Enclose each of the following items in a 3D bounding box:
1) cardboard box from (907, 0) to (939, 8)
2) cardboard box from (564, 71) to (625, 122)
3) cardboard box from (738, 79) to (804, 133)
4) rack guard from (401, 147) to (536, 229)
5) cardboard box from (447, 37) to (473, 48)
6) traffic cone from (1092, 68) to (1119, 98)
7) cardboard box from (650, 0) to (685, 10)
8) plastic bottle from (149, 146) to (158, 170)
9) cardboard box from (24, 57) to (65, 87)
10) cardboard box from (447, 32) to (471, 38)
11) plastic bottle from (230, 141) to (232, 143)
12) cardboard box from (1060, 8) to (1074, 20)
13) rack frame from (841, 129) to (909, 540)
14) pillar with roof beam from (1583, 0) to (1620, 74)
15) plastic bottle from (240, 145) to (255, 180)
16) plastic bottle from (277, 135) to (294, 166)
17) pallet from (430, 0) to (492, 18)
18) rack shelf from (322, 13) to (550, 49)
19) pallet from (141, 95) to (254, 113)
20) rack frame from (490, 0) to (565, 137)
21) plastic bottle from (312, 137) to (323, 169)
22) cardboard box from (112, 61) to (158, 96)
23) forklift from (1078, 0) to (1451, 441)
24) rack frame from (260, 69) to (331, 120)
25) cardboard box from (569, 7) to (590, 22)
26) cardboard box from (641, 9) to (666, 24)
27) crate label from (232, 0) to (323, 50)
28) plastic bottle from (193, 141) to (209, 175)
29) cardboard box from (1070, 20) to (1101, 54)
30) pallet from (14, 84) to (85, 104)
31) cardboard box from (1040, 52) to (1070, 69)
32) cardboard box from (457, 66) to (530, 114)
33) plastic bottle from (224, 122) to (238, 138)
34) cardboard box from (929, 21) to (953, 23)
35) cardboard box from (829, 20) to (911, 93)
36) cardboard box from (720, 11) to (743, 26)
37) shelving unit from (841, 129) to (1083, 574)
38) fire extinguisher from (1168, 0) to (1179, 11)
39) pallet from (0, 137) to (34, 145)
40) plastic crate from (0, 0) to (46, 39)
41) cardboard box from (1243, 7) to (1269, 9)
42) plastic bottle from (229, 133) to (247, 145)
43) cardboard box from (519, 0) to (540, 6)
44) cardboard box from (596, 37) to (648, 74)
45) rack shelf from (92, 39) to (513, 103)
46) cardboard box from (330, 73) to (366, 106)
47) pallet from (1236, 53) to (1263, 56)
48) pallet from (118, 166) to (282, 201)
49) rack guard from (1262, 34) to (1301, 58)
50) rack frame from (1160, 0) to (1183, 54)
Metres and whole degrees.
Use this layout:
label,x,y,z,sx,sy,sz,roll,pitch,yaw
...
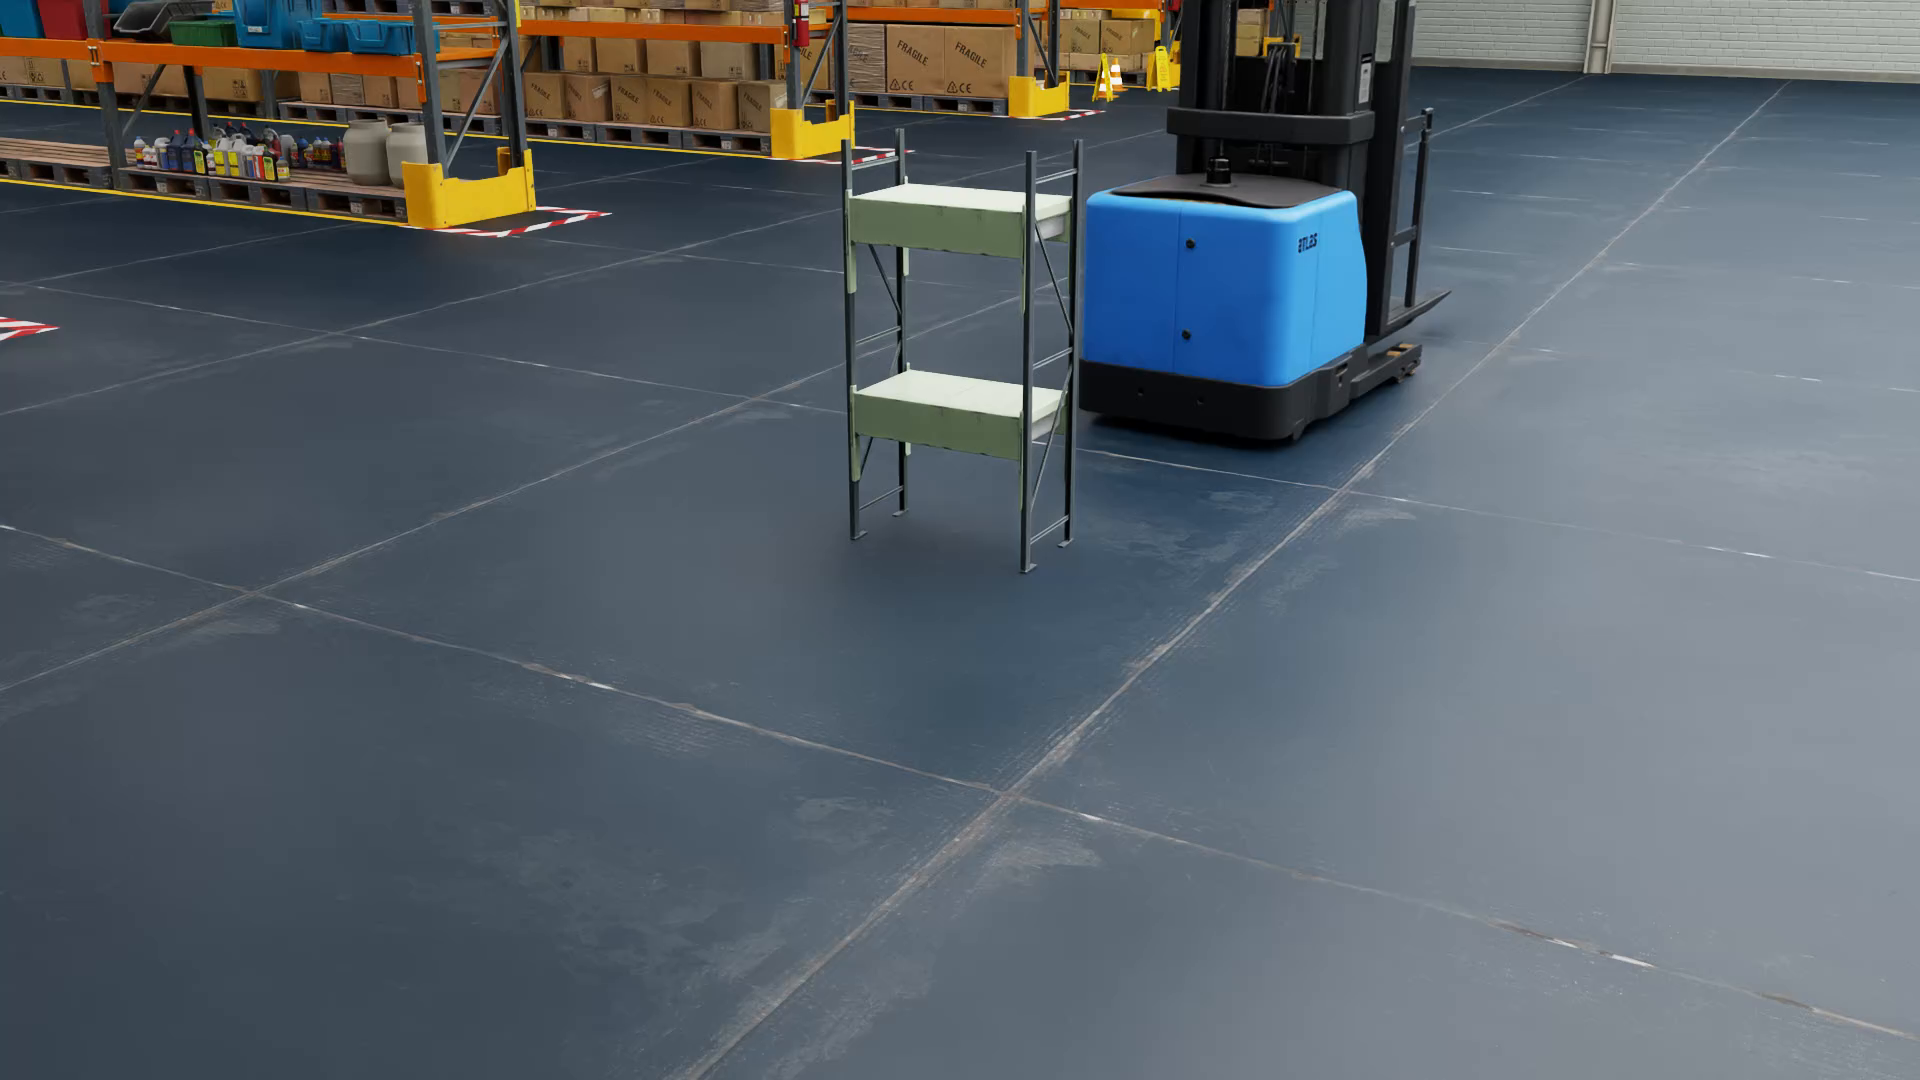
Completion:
label,x,y,z,sx,sy,sz,roll,pitch,yaw
cardboard box,-0.250,-7.335,21.967,0.550,0.550,0.875,11,23,27
cardboard box,-4.152,-5.057,18.957,0.500,0.500,0.500,-17,26,-39
cardboard box,-2.030,-4.672,17.896,0.500,0.500,0.500,16,25,37
rack guard,-3.998,-2.890,13.599,0.348,0.500,1.175,11,23,27
cardboard box,-7.593,-7.555,25.845,0.500,0.500,0.500,10,22,25
traffic cone,2.091,-6.599,23.878,0.334,0.463,0.336,11,23,27
cardboard box,-2.870,-5.971,17.843,0.500,0.500,0.875,11,23,27
plastic bottle,-7.159,-3.405,14.813,0.097,0.201,0.097,0,20,0
cardboard box,-12.506,-6.869,23.401,0.875,0.875,0.875,11,23,27
cardboard box,-7.577,-7.911,25.727,0.500,0.250,0.500,11,23,29
plastic bottle,-6.312,-3.346,14.540,0.135,0.276,0.152,11,23,27
cardboard box,1.713,-8.237,26.039,0.250,0.149,0.380,12,23,30
rack frame,-0.314,-0.765,6.274,0.023,1.500,0.400,11,23,27
pillar with roof beam,8.728,-10.894,23.201,0.400,9.000,9.100,11,23,27
plastic bottle,-6.054,-3.241,14.249,0.135,0.276,0.152,10,22,26
plastic bottle,-6.108,-3.523,15.027,0.135,0.276,0.152,11,23,28
pallet,-5.581,-6.286,19.577,1.213,0.211,1.003,11,23,27
rack shelf,-6.731,-6.200,20.114,4.000,0.370,1.077,11,23,27
pallet,-10.190,-5.917,22.368,1.213,0.211,1.003,11,23,27
rack frame,-4.985,-6.206,19.075,0.127,3.000,1.000,11,23,27
plastic bottle,-5.726,-3.458,14.856,0.097,0.271,0.097,0,20,0
cardboard box,-10.620,-6.486,22.347,0.875,0.875,1.225,10,22,25
forklift,1.781,-2.269,8.323,1.130,2.935,3.031,12,23,31
rack frame,-8.477,-6.871,20.909,0.127,3.000,1.000,11,23,27
cardboard box,-4.079,-5.791,18.300,0.250,0.149,0.380,11,23,27
cardboard box,-3.203,-5.627,17.846,0.250,0.149,0.380,11,23,27
crate label,-5.647,-4.308,13.792,0.616,0.435,0.502,11,23,27
plastic bottle,-6.610,-3.332,14.491,0.133,0.283,0.061,12,23,30
cardboard box,2.056,-7.890,26.033,0.500,0.500,0.500,12,23,29
pallet,-12.595,-6.375,23.631,1.213,0.211,1.003,11,23,27
cardboard box,1.595,-7.624,26.400,0.500,0.250,0.500,10,22,25
cardboard box,-5.511,-5.346,19.725,0.500,0.500,0.700,9,22,23
plastic bottle,-6.698,-3.672,15.328,0.185,0.351,0.144,10,22,26
cardboard box,-0.115,-10.167,32.860,0.625,0.625,0.875,12,23,29
cardboard box,-1.174,-6.590,22.634,0.875,0.875,0.875,11,23,28
cardboard box,-2.304,-5.477,17.432,0.250,0.149,0.380,11,23,27
shelving unit,0.006,-0.704,6.106,0.755,1.500,0.431,11,23,27
fire extinguisher,3.215,-8.298,24.957,0.183,0.674,0.296,11,23,27
pallet,-10.235,-3.945,16.932,1.213,0.211,1.003,11,23,27
plastic crate,-8.515,-4.815,15.263,0.575,0.384,0.392,11,23,27
cardboard box,5.430,-9.480,30.052,0.500,0.250,0.500,10,22,26
plastic bottle,-6.581,-3.556,15.120,0.135,0.276,0.152,11,23,27
cardboard box,-4.622,-6.300,18.750,0.500,0.500,0.875,11,23,27
cardboard box,-4.717,-7.198,24.494,0.750,0.750,1.050,11,23,28
rack shelf,-5.655,-4.061,14.216,4.000,0.370,1.077,11,23,27
cardboard box,-7.392,-5.709,20.725,0.500,0.500,0.700,9,22,23
pallet,5.069,-8.773,30.241,1.213,0.211,1.003,11,23,27
pallet,-6.835,-3.297,15.143,1.213,0.211,1.003,11,23,27
rack guard,5.778,-8.790,29.865,0.348,0.500,1.175,11,23,27
rack frame,3.340,-8.491,25.374,0.127,3.000,1.000,11,23,27
